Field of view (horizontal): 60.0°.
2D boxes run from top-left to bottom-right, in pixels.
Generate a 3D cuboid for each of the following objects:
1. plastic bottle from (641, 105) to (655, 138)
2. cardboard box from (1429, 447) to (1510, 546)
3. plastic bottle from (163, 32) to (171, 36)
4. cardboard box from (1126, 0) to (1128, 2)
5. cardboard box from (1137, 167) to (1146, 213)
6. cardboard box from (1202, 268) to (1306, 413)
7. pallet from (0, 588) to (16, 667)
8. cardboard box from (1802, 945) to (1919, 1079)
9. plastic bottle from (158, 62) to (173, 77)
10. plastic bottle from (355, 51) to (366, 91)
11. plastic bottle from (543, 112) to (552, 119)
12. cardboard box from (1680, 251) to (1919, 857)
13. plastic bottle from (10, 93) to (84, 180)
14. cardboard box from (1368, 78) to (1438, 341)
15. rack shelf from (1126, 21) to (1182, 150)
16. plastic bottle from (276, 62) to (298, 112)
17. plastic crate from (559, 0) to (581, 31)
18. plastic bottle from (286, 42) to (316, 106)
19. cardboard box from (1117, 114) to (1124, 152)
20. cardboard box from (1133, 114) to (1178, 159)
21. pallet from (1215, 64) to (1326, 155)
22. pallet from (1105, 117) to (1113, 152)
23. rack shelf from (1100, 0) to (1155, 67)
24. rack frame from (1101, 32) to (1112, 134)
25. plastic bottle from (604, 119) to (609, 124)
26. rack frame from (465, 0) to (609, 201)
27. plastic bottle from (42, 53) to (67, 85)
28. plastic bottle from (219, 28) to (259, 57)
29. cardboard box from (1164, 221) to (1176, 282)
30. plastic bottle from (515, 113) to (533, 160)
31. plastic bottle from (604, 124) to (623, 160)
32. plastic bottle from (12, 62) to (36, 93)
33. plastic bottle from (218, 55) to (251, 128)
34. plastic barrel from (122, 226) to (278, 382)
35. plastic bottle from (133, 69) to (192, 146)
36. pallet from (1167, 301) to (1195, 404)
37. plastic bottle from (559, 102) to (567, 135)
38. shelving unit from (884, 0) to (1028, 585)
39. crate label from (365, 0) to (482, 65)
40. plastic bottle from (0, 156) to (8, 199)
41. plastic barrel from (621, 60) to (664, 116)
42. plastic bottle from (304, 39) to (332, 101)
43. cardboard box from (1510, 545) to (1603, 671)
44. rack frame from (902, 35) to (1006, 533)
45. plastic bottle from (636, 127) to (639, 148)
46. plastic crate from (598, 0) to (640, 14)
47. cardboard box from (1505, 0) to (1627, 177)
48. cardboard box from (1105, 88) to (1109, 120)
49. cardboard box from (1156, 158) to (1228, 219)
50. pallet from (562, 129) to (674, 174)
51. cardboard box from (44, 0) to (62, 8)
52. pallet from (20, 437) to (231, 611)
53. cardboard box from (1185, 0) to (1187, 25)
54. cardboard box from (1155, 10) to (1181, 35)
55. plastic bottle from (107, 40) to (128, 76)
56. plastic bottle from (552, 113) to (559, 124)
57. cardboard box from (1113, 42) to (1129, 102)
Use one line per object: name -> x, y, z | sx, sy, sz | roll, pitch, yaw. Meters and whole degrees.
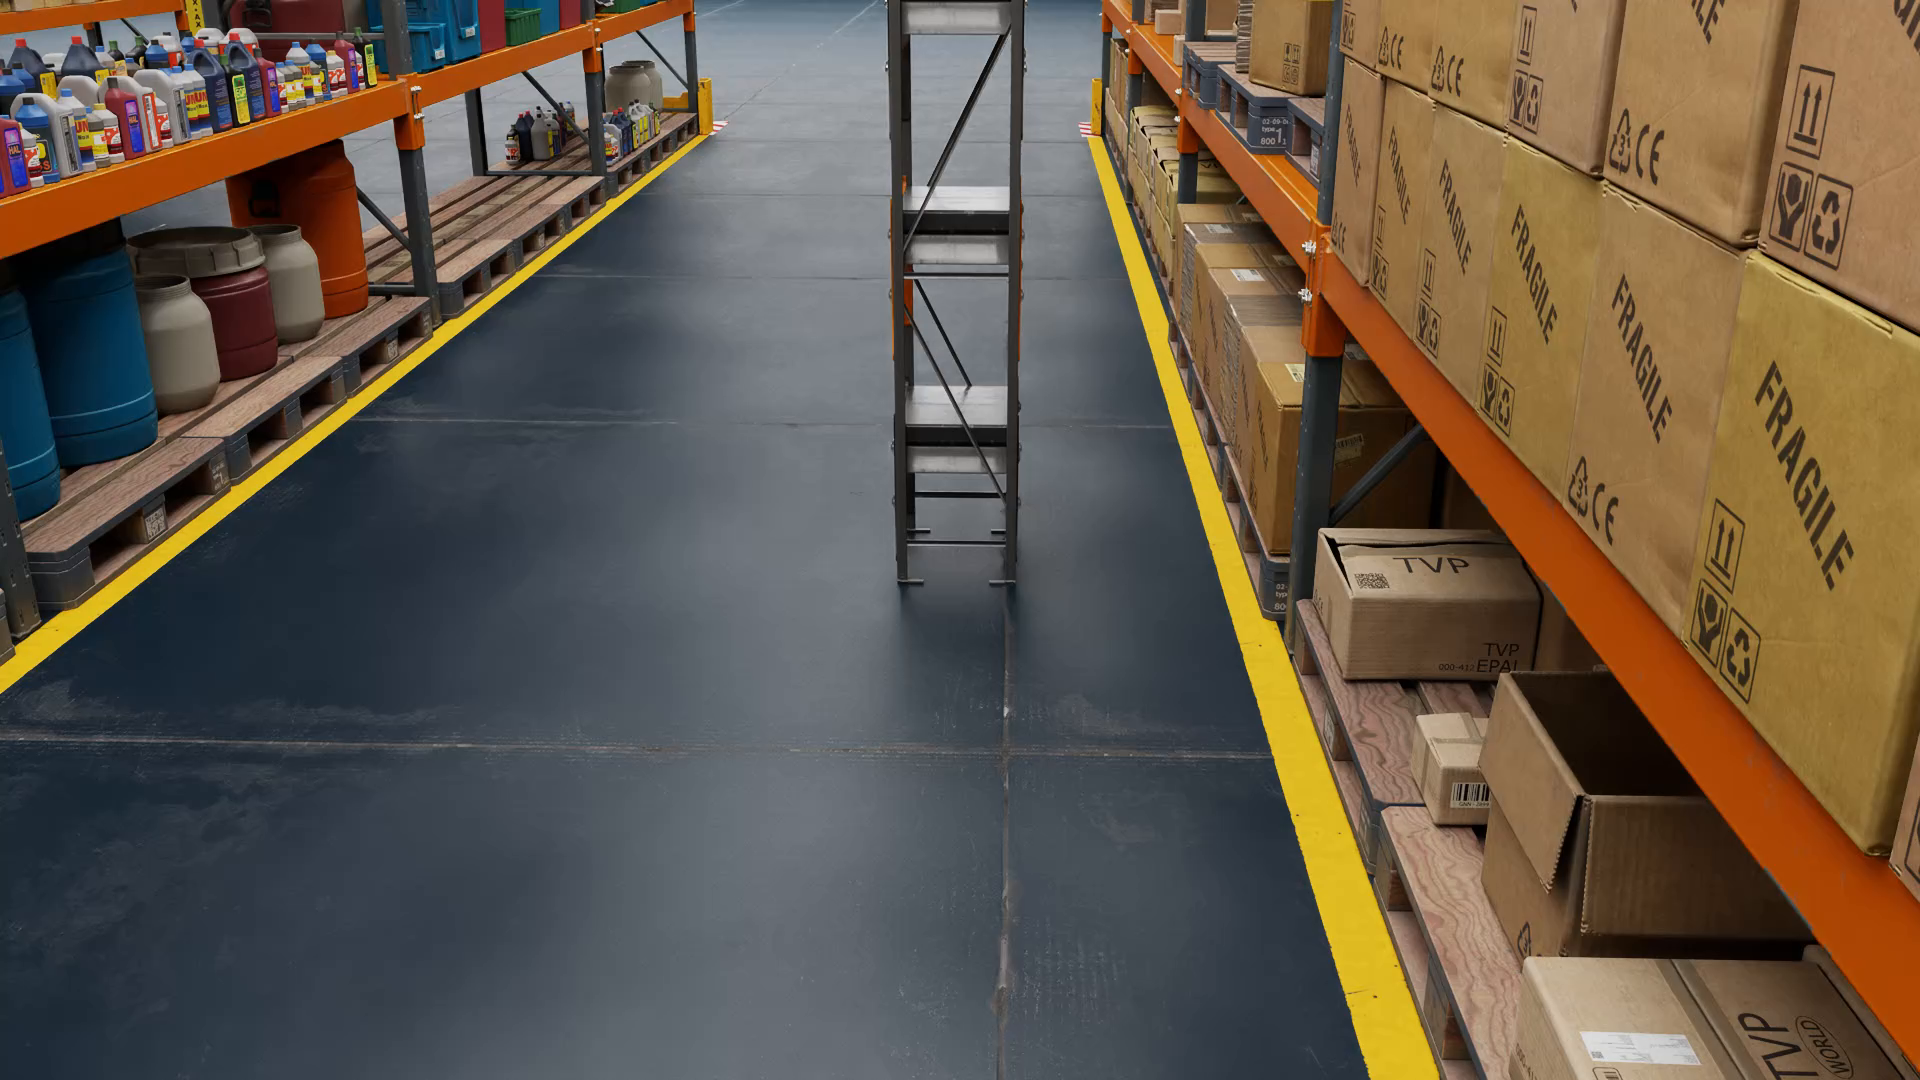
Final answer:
plastic bottle -> -2.728, -3.624, 14.379 | 0.152, 0.276, 0.135 | 1, 21, 2
cardboard box -> 1.769, -0.265, 5.414 | 0.500, 0.500, 0.500 | 0, 21, -1
plastic bottle -> -3.710, -2.230, 7.791 | 0.061, 0.283, 0.133 | 1, 21, 2
cardboard box -> 1.838, -5.080, 14.837 | 0.700, 0.500, 0.500 | 1, 21, 3
cardboard box -> 1.464, -2.345, 11.146 | 0.500, 0.250, 0.500 | 0, 21, 0
cardboard box -> 1.292, -0.819, 6.840 | 0.500, 0.500, 0.500 | 0, 21, 0
pallet -> -3.424, 0.457, 4.559 | 1.003, 0.211, 1.213 | 1, 21, 2
cardboard box -> 1.720, 0.915, 2.718 | 0.500, 0.250, 0.500 | 1, 21, 2
plastic bottle -> -3.117, -1.745, 6.557 | 0.097, 0.271, 0.097 | 0, 21, 0
plastic bottle -> -2.926, -2.271, 8.009 | 0.097, 0.201, 0.097 | 0, 21, 0
plastic bottle -> -3.441, -3.418, 13.849 | 0.152, 0.276, 0.135 | 1, 21, 3
cardboard box -> 1.143, -0.006, 1.760 | 0.500, 0.500, 0.500 | 1, 21, 2
plastic bottle -> -3.034, -1.347, 5.525 | 0.152, 0.276, 0.135 | 1, 21, 2
cardboard box -> 1.211, -0.734, 3.635 | 0.500, 0.500, 0.500 | 1, 21, 3
rack shelf -> 1.693, -2.888, 10.319 | 1.077, 0.370, 4.000 | 1, 21, 2
plastic bottle -> -2.951, -1.976, 7.249 | 0.097, 0.201, 0.097 | 0, 21, 0
plastic crate -> -2.906, -3.853, 11.725 | 0.402, 0.464, 0.583 | 1, 21, 2
plastic bottle -> -2.945, -2.079, 7.418 | 0.097, 0.271, 0.097 | 0, 21, 0
cardboard box -> 1.575, -3.392, 13.844 | 0.500, 0.250, 0.500 | 1, 21, 2
cardboard box -> 1.472, -2.794, 11.528 | 0.500, 0.311, 0.500 | 0, 21, 1
pallet -> 1.578, -1.707, 6.547 | 1.003, 0.211, 1.213 | 1, 21, 2
pallet -> 1.895, -3.815, 15.570 | 1.003, 0.211, 1.213 | 1, 21, 2
rack shelf -> 1.815, -4.334, 14.046 | 1.077, 0.370, 4.000 | 1, 21, 2
rack frame -> 1.876, -5.392, 15.780 | 1.000, 3.000, 0.127 | 1, 21, 2
plastic bottle -> -2.874, -3.276, 13.489 | 0.097, 0.271, 0.097 | 0, 21, 0
rack frame -> -3.197, -4.002, 12.196 | 1.000, 3.000, 0.127 | 1, 21, 2
plastic bottle -> -3.697, -1.843, 6.805 | 0.152, 0.276, 0.135 | 1, 21, 2
plastic bottle -> -3.503, -2.343, 8.093 | 0.152, 0.276, 0.135 | 1, 21, 2
cardboard box -> 1.405, -1.607, 9.243 | 0.500, 0.250, 0.500 | 1, 21, 3
plastic bottle -> -3.465, -3.208, 13.204 | 0.144, 0.351, 0.185 | 0, 21, 0
plastic bottle -> -2.766, -3.165, 13.196 | 0.152, 0.276, 0.135 | 1, 21, 4
plastic bottle -> -3.673, -1.732, 6.524 | 0.097, 0.271, 0.097 | 0, 21, 0
plastic bottle -> -2.949, -1.822, 6.739 | 0.061, 0.283, 0.133 | 1, 21, 2
plastic barrel -> -3.351, -1.042, 7.320 | 0.600, 0.588, 0.708 | 1, 21, 2
plastic bottle -> -3.010, -1.633, 6.263 | 0.152, 0.276, 0.135 | 1, 21, 2
pallet -> 1.572, -0.930, 8.135 | 1.003, 0.211, 1.213 | 1, 21, 2
plastic bottle -> -3.467, -3.653, 14.444 | 0.061, 0.283, 0.133 | 1, 21, 3
shelving unit -> -0.005, -0.919, 5.495 | 0.431, 2.100, 0.503 | 1, 21, 2
crate label -> -3.018, -2.928, 9.380 | 0.502, 0.435, 0.616 | 1, 21, 2
plastic bottle -> -3.002, -1.183, 5.092 | 0.061, 0.283, 0.133 | 1, 21, 2
plastic barrel -> -3.019, -4.245, 15.682 | 0.421, 0.512, 0.421 | 0, 21, 0
plastic bottle -> -2.939, -2.149, 7.599 | 0.097, 0.271, 0.097 | 0, 21, 0
cardboard box -> 1.777, 0.116, 4.431 | 0.500, 0.500, 0.500 | 1, 21, 2
rack frame -> 0.002, -1.007, 5.722 | 0.400, 2.100, 0.015 | 1, 21, 2
plastic bottle -> -2.720, -3.360, 13.802 | 0.097, 0.201, 0.097 | 0, 21, 0
plastic crate -> -2.873, -4.391, 13.491 | 0.450, 0.188, 0.662 | 1, 21, 2
cardboard box -> 1.169, -0.840, 2.526 | 0.500, 0.500, 0.500 | 1, 21, 3
cardboard box -> 1.637, -4.115, 15.708 | 0.500, 0.250, 0.500 | 1, 21, 2
cardboard box -> 1.412, -2.055, 9.624 | 0.500, 0.311, 0.500 | 0, 21, 1
pallet -> -3.100, -3.386, 14.465 | 1.003, 0.211, 1.213 | 1, 21, 2
cardboard box -> -7.808, -4.556, 13.972 | 0.380, 0.149, 0.250 | 1, 21, 2
pallet -> -3.375, -0.088, 5.964 | 1.003, 0.211, 1.213 | 1, 21, 2
cardboard box -> 1.683, -3.344, 10.361 | 0.500, 0.500, 0.500 | 1, 21, 2
cardboard box -> 1.523, -3.511, 11.278 | 0.380, 0.149, 0.250 | 1, 21, 2
plastic bottle -> -3.725, -2.050, 7.326 | 0.061, 0.283, 0.133 | 1, 21, 2
plastic bottle -> -3.346, -3.371, 13.717 | 0.061, 0.283, 0.133 | 1, 21, 2
cardboard box -> 1.622, -4.103, 14.640 | 0.500, 0.500, 0.500 | 1, 21, 2
